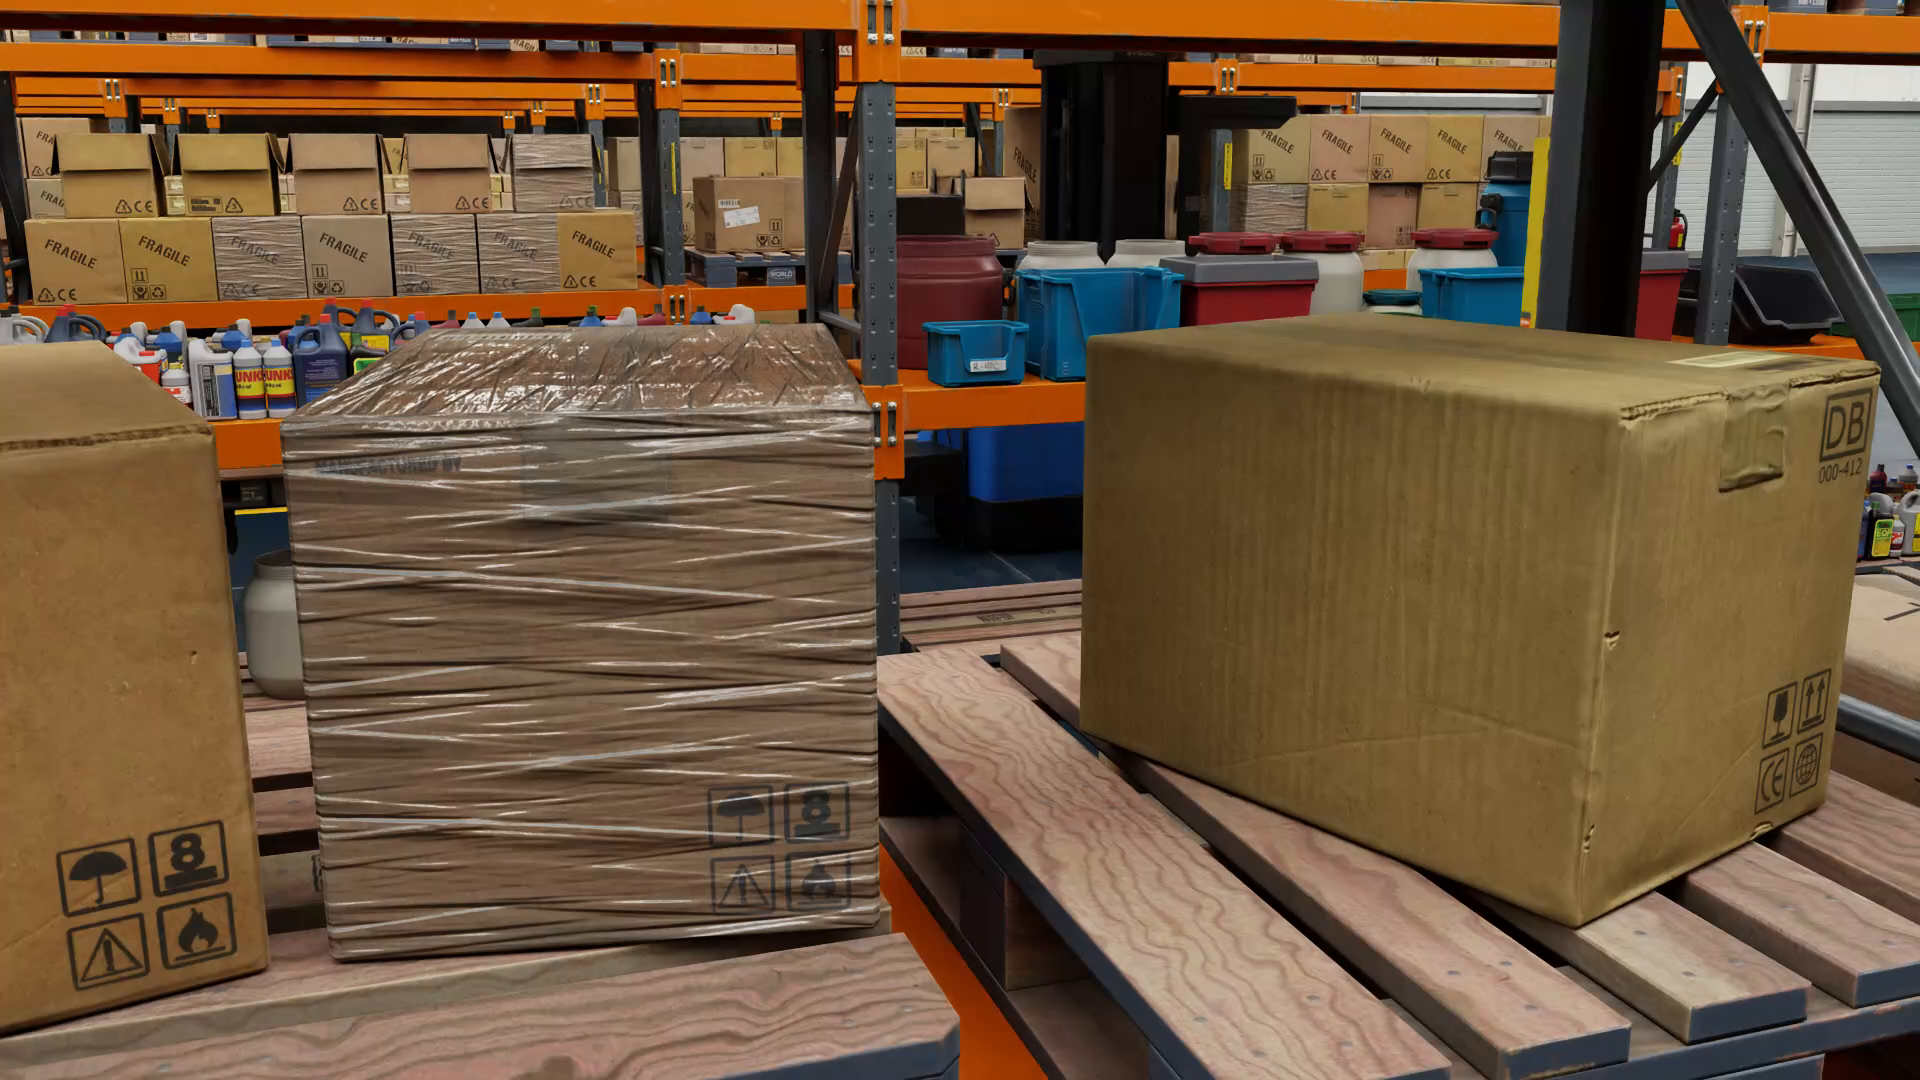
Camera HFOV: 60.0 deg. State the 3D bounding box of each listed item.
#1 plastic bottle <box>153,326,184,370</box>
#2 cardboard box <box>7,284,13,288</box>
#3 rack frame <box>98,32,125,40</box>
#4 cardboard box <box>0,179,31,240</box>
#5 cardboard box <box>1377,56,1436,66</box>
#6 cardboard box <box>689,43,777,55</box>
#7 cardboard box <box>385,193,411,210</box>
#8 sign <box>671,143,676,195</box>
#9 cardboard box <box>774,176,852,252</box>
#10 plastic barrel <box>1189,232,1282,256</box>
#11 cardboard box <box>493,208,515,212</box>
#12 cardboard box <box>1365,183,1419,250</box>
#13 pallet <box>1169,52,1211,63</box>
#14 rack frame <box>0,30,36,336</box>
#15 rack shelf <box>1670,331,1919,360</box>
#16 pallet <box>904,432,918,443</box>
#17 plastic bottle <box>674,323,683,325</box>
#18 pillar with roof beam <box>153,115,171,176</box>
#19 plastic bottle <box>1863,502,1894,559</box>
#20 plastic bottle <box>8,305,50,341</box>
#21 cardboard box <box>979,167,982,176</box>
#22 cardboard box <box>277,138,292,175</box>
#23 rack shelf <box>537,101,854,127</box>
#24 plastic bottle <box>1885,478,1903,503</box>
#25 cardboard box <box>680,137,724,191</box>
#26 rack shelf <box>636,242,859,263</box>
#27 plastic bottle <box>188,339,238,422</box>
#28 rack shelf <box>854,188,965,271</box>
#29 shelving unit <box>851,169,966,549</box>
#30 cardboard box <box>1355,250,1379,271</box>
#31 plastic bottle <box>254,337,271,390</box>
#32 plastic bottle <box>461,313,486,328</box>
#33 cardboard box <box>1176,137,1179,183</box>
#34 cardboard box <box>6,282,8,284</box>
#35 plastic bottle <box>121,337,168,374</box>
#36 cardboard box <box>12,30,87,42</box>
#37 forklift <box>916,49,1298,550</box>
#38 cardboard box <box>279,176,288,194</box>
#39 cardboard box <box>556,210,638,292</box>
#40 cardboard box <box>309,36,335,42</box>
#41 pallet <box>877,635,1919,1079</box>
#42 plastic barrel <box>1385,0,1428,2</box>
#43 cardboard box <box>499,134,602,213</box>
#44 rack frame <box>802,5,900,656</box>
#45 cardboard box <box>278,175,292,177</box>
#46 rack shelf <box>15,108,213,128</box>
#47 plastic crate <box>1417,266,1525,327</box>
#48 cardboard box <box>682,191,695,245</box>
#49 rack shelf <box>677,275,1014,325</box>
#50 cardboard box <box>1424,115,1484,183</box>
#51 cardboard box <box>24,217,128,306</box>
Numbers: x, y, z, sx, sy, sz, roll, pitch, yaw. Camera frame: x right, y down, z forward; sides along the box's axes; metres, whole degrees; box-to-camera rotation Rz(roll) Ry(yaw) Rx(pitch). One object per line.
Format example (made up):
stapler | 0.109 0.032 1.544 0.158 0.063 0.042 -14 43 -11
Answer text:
plastic bottle | -2.968 -0.668 6.245 0.097 0.271 0.097 0 13 0
cardboard box | -11.321 -2.645 18.908 0.875 0.438 0.875 -4 14 -17
rack frame | -7.314 -5.682 14.085 0.127 3.000 1.000 -4 14 -18
cardboard box | -8.175 -2.821 14.163 0.500 0.500 0.500 -5 14 -20
cardboard box | 3.237 -3.697 12.544 0.500 0.250 0.500 -5 14 -20
cardboard box | -1.510 -3.329 10.997 0.500 0.250 0.500 -4 14 -17
cardboard box | -5.068 -3.054 14.991 0.250 0.149 0.380 -4 14 -17
sign | -1.856 -2.405 10.771 0.005 0.325 0.100 -4 14 -18
cardboard box | -1.040 -2.328 11.826 0.500 0.500 0.700 -2 14 -10
plastic barrel | 1.252 -1.130 7.618 0.433 0.535 0.433 0 13 0
cardboard box | -3.072 -1.997 11.342 0.500 0.500 0.500 -5 14 -20
cardboard box | 3.128 -2.560 13.064 0.500 0.500 0.875 -4 14 -18
pallet | 1.135 -3.605 12.238 1.003 0.211 1.213 -4 14 -18
rack frame | -5.828 -1.668 10.175 0.127 3.000 1.000 -4 14 -18
rack shelf | 5.230 -0.970 8.794 4.000 0.370 1.077 -4 14 -18
pallet | -0.141 -0.754 12.355 1.213 0.211 1.003 -4 14 -18
plastic bottle | -1.181 -0.810 6.995 0.097 0.201 0.097 0 13 0
pillar with roof beam | -10.149 -7.051 19.839 0.400 9.000 9.100 -4 14 -18
plastic bottle | 4.580 -0.051 8.293 0.133 0.283 0.061 -4 14 -16
plastic bottle | -3.481 -0.698 6.201 0.185 0.351 0.144 -4 14 -18
cardboard box | 0.048 -4.673 21.949 0.500 0.500 0.500 -5 14 -19
cardboard box | -8.006 -4.390 19.240 0.500 0.500 0.500 -5 14 -18
rack shelf | -3.302 -5.394 20.910 4.000 0.370 1.077 -4 14 -18
plastic bottle | 5.209 -0.247 9.297 0.097 0.201 0.097 0 13 0
cardboard box | -2.615 -3.663 16.182 0.500 0.500 0.700 -5 14 -19
rack shelf | -1.627 -2.857 16.724 4.000 0.370 1.077 -4 14 -18
plastic bottle | -2.590 -0.558 5.774 0.135 0.276 0.152 -4 14 -18
rack shelf | -0.283 -1.656 9.100 0.480 0.518 0.431 -6 15 -25
shelving unit | -0.283 -0.988 9.259 0.503 2.100 0.431 -6 15 -25
cardboard box | 3.007 -2.157 12.770 0.250 0.149 0.380 -4 14 -18
plastic bottle | -2.705 -0.691 6.496 0.097 0.201 0.097 0 13 0
plastic bottle | -1.965 -0.783 6.730 0.097 0.271 0.097 0 13 0
cardboard box | 2.169 -4.089 17.693 0.500 0.550 0.875 -4 14 -18
cardboard box | -13.341 -3.500 23.126 0.250 0.149 0.380 -5 14 -20
plastic bottle | -2.859 -0.574 5.842 0.135 0.276 0.152 -4 14 -18
cardboard box | -7.670 -4.303 14.014 0.500 0.250 0.500 -5 14 -21
forklift | 1.288 -1.583 9.966 3.031 2.935 1.130 -6 15 -25
cardboard box | -6.050 -3.122 14.634 0.250 0.149 0.380 -5 14 -19
cardboard box | -2.425 -1.921 11.023 0.500 0.500 0.500 -4 14 -16
cardboard box | -5.808 -4.563 14.730 0.637 0.503 0.797 -5 14 -19
pallet | 0.499 0.368 2.028 1.003 0.211 1.213 -4 14 -18
plastic barrel | 1.682 -2.694 6.921 0.708 0.901 0.600 -4 14 -18
cardboard box | -2.735 -2.450 11.076 0.637 0.503 0.797 -4 14 -16
rack frame | -0.457 -0.877 6.849 0.127 3.000 1.000 -4 14 -18
cardboard box | -6.247 -3.266 15.240 0.250 0.149 0.380 -5 14 -18
rack shelf | -12.471 -5.892 23.003 4.000 0.370 1.077 -4 14 -18
plastic crate | 2.388 -1.015 7.463 0.575 0.384 0.392 -4 14 -18
cardboard box | -2.530 -3.120 16.060 0.500 0.500 0.500 -5 14 -19
rack shelf | -0.141 -1.761 12.120 4.000 0.370 1.077 -4 14 -18
cardboard box | 3.680 -3.029 12.877 0.500 0.500 0.500 -4 14 -18
cardboard box | -5.312 -1.696 10.075 0.500 0.500 0.500 -4 14 -18
